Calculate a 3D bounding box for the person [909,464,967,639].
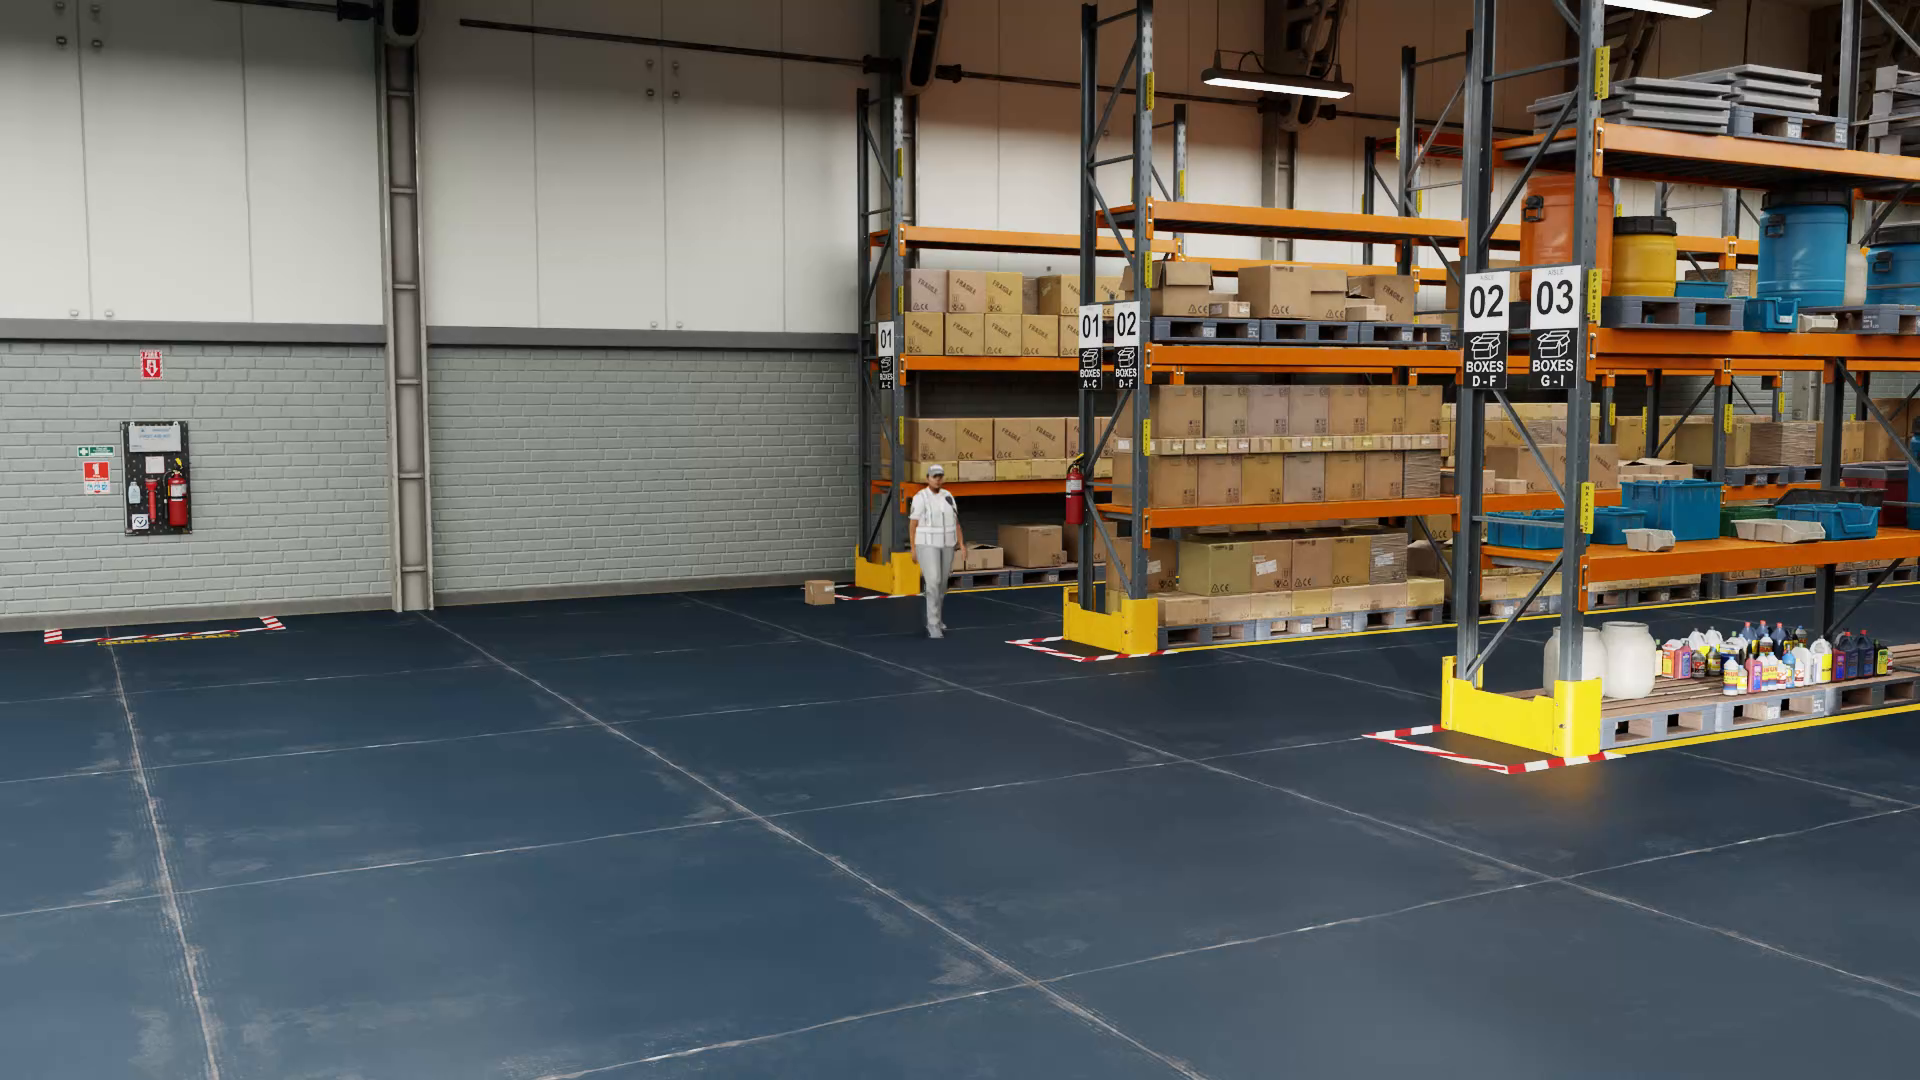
[{"bbox_3d":[-0.200,0.118,16.370,0.479,1.719,0.620,-3,6,-31],"label":"person"}]
